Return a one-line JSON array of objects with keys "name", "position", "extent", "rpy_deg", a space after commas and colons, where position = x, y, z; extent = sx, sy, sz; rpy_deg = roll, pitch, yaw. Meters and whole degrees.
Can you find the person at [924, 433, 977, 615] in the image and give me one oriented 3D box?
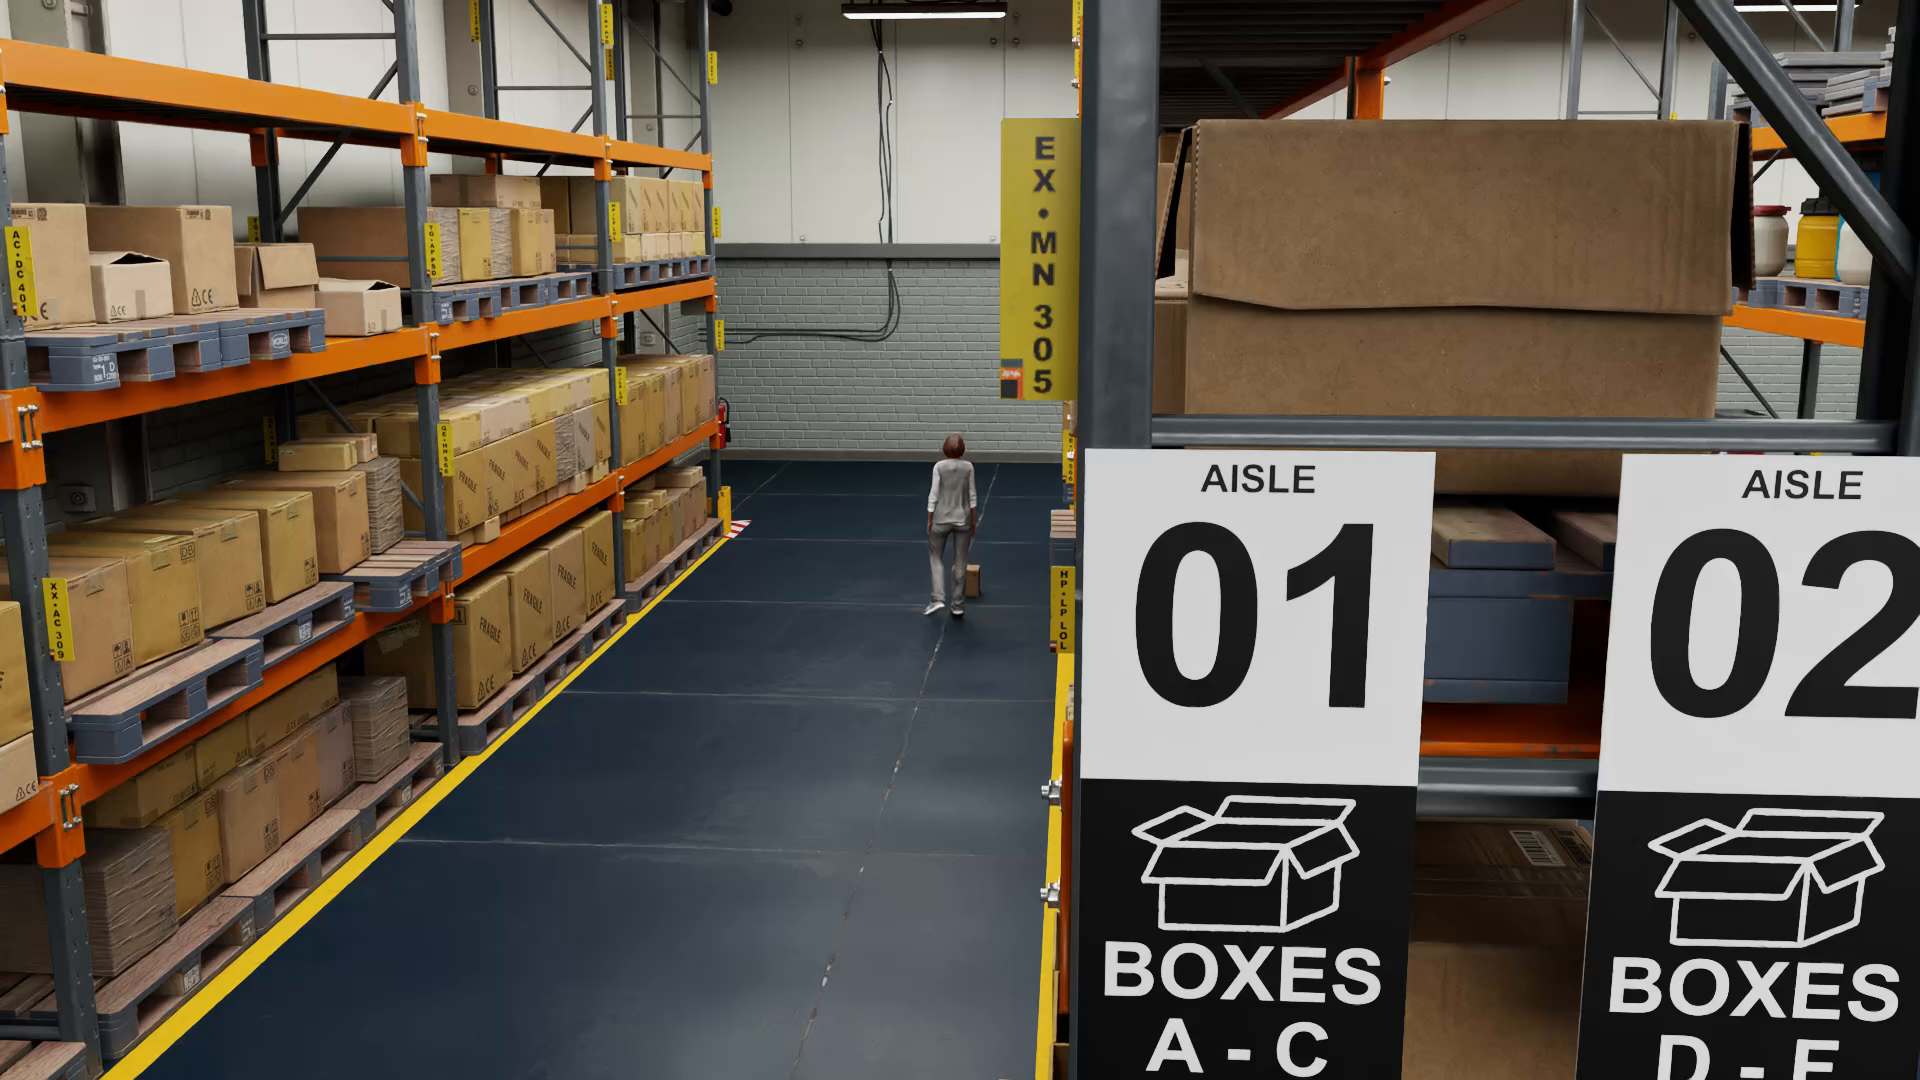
[{"name": "person", "position": [-0.080, -0.128, 14.610], "extent": [0.474, 1.626, 0.322], "rpy_deg": [-1, 11, -8]}]
